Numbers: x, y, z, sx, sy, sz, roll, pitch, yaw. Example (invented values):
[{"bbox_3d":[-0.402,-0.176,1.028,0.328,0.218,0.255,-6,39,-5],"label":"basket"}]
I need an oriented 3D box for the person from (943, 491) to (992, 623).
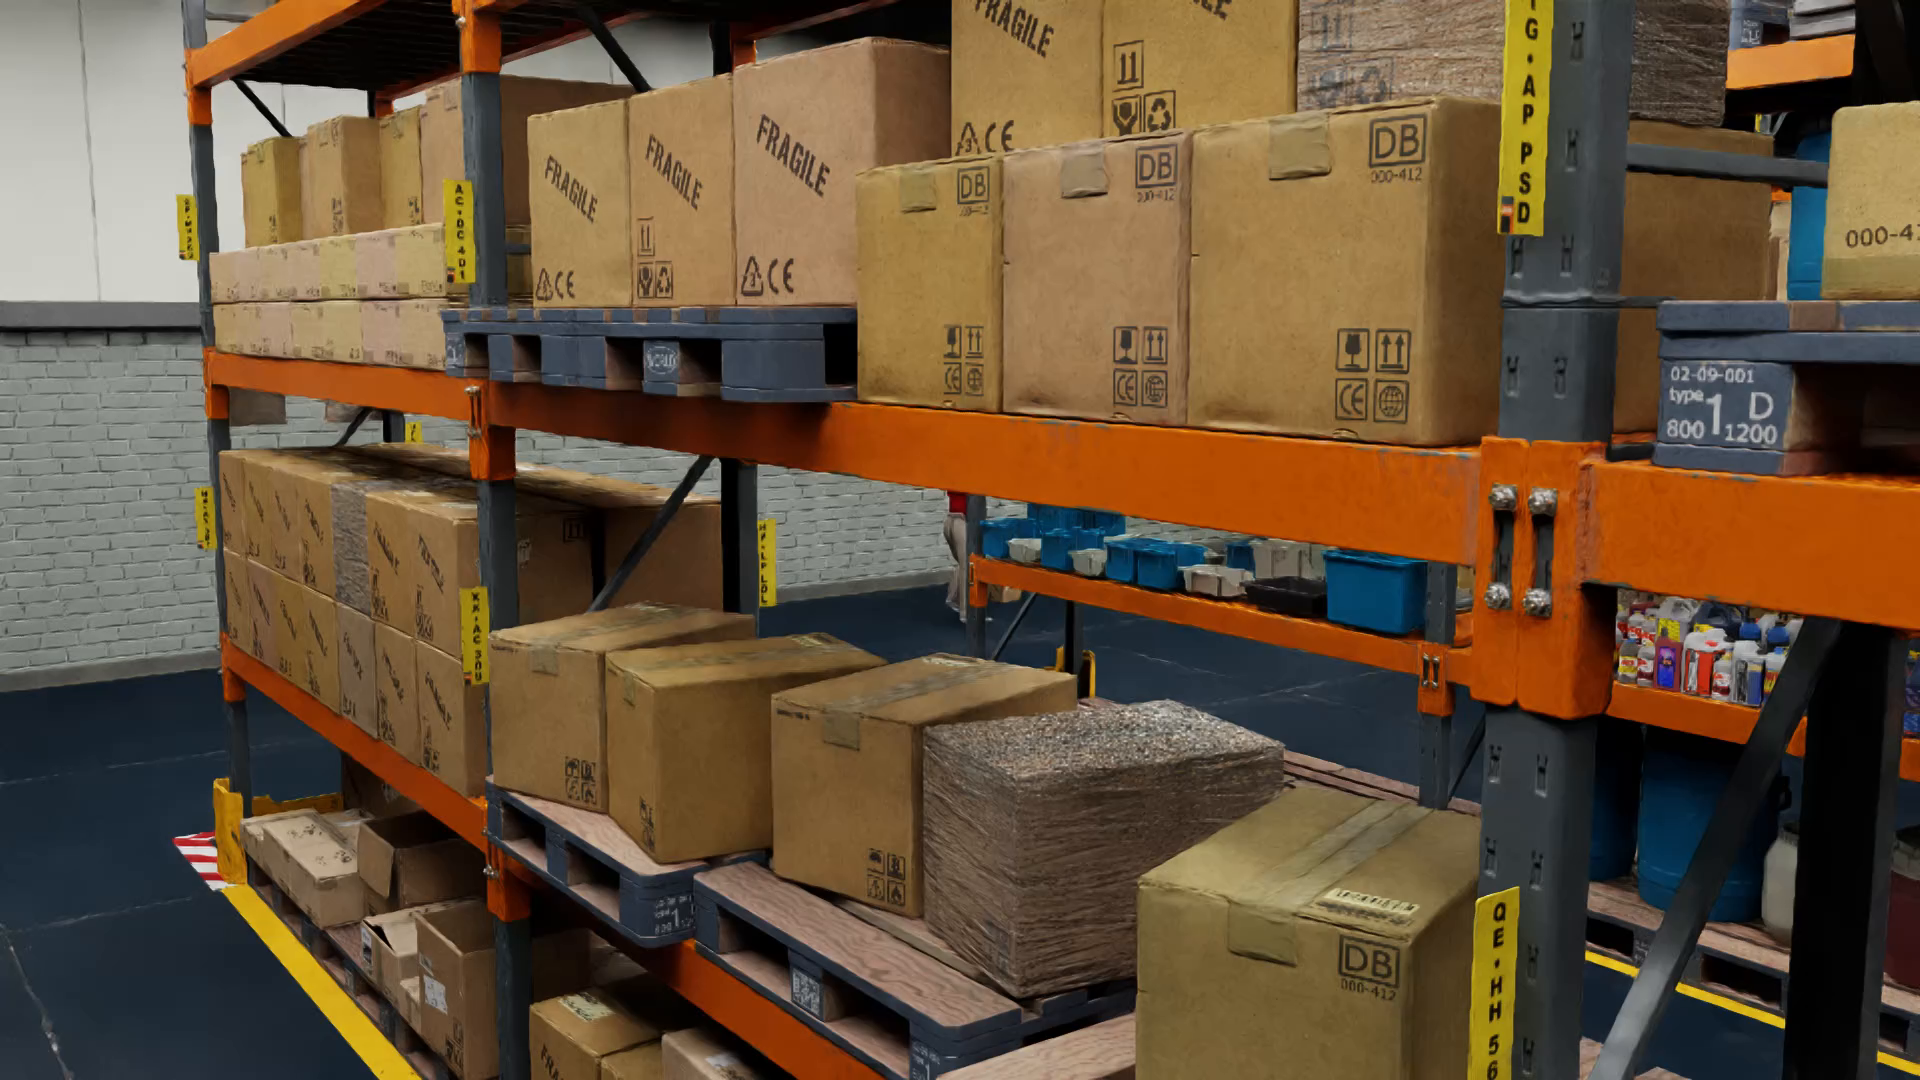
[{"bbox_3d":[0.059,-0.077,16.298,0.412,1.711,0.726,-5,9,-30],"label":"person"}]
